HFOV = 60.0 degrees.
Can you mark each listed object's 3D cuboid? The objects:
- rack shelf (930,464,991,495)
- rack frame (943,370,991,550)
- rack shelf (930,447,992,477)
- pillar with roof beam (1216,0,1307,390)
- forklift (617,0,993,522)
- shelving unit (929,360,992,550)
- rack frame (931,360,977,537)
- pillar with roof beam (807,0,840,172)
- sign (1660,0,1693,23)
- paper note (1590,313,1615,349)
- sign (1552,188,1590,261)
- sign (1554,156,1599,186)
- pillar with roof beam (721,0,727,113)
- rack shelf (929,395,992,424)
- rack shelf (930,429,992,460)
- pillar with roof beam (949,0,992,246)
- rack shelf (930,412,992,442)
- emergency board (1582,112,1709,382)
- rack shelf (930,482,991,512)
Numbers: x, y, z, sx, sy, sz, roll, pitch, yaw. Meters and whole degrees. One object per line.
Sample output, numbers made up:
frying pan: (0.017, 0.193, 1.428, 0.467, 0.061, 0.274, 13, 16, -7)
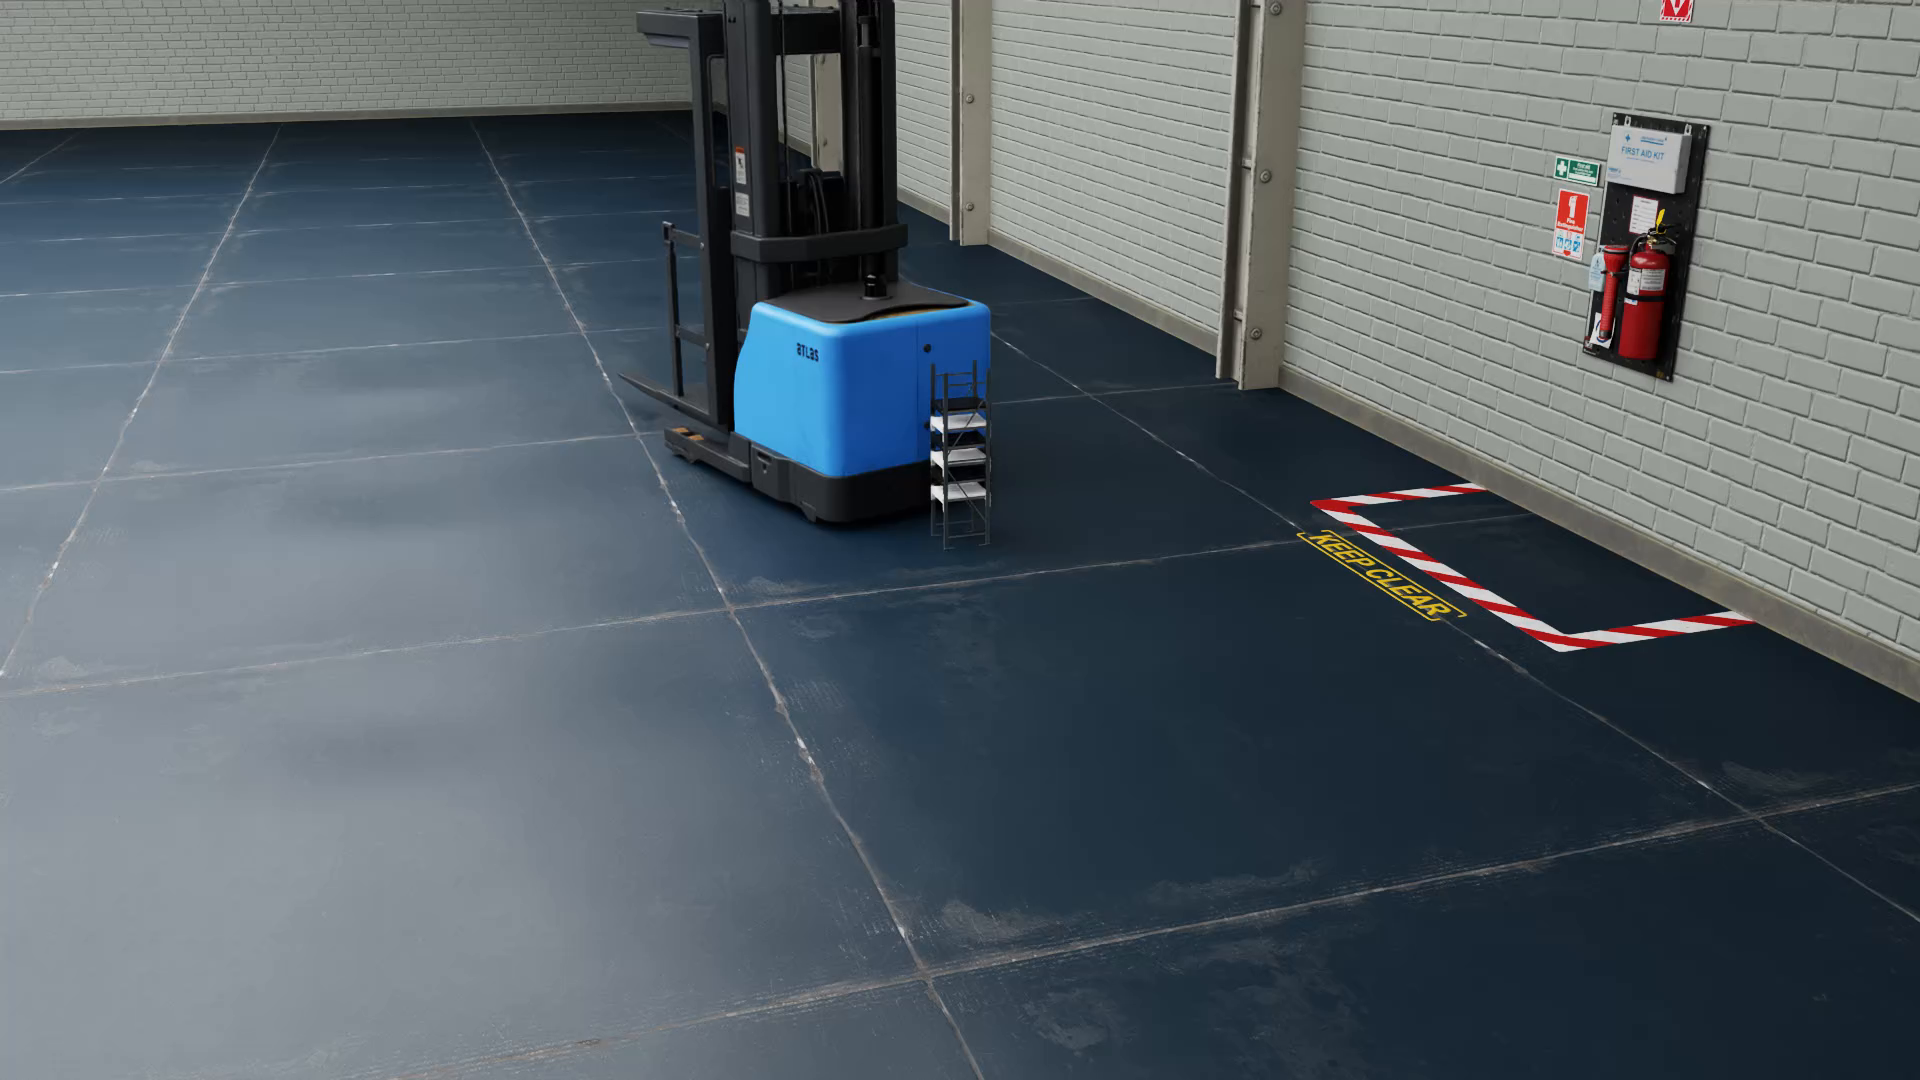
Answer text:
rack shelf: (0.003, -0.305, 8.299, 0.258, 0.077, 0.200, -6, 21, -17)
rack frame: (0.034, -0.388, 8.166, 0.240, 0.900, 0.006, -6, 21, -17)
rack shelf: (0.003, -0.390, 8.268, 0.258, 0.077, 0.200, -6, 21, -17)
pillar with roof beam: (-2.099, -4.870, 8.664, 9.100, 9.000, 0.400, -6, 21, -17)
forklift: (-1.083, -1.906, 9.387, 1.130, 2.935, 3.031, -13, 24, -33)
shelving unit: (0.003, -0.421, 8.257, 0.258, 0.900, 0.210, -6, 21, -17)
rack frame: (-0.029, -0.454, 8.348, 0.240, 0.900, 0.006, -6, 21, -17)
pillar with roof beam: (-5.870, -8.721, 19.385, 9.100, 9.000, 0.400, -6, 21, -17)
sign: (3.225, -2.480, 7.455, 0.001, 0.298, 0.199, -6, 21, -17)
paper note: (3.143, -1.026, 8.137, 0.016, 0.148, 0.142, -6, 21, -17)
sign: (3.058, -1.581, 8.328, 0.001, 0.329, 0.234, -6, 21, -17)
sign: (3.051, -1.828, 8.232, 0.001, 0.109, 0.331, -6, 21, -17)
pillar with roof beam: (-7.756, -10.647, 24.746, 9.100, 9.000, 0.400, -6, 21, -17)
rack shelf: (0.003, -0.644, 8.177, 0.258, 0.077, 0.200, -6, 21, -17)
rack shelf: (0.003, -0.474, 8.238, 0.258, 0.077, 0.200, -6, 21, -17)
pillar with roof beam: (-3.985, -6.796, 14.024, 9.100, 9.000, 0.400, -6, 21, -17)
rack shelf: (0.003, -0.559, 8.208, 0.258, 0.077, 0.200, -6, 21, -17)
emergency board: (3.133, -1.376, 7.810, 0.194, 1.169, 0.643, -6, 21, -17)
rack shelf: (0.003, -0.220, 8.329, 0.258, 0.077, 0.200, -6, 21, -17)
